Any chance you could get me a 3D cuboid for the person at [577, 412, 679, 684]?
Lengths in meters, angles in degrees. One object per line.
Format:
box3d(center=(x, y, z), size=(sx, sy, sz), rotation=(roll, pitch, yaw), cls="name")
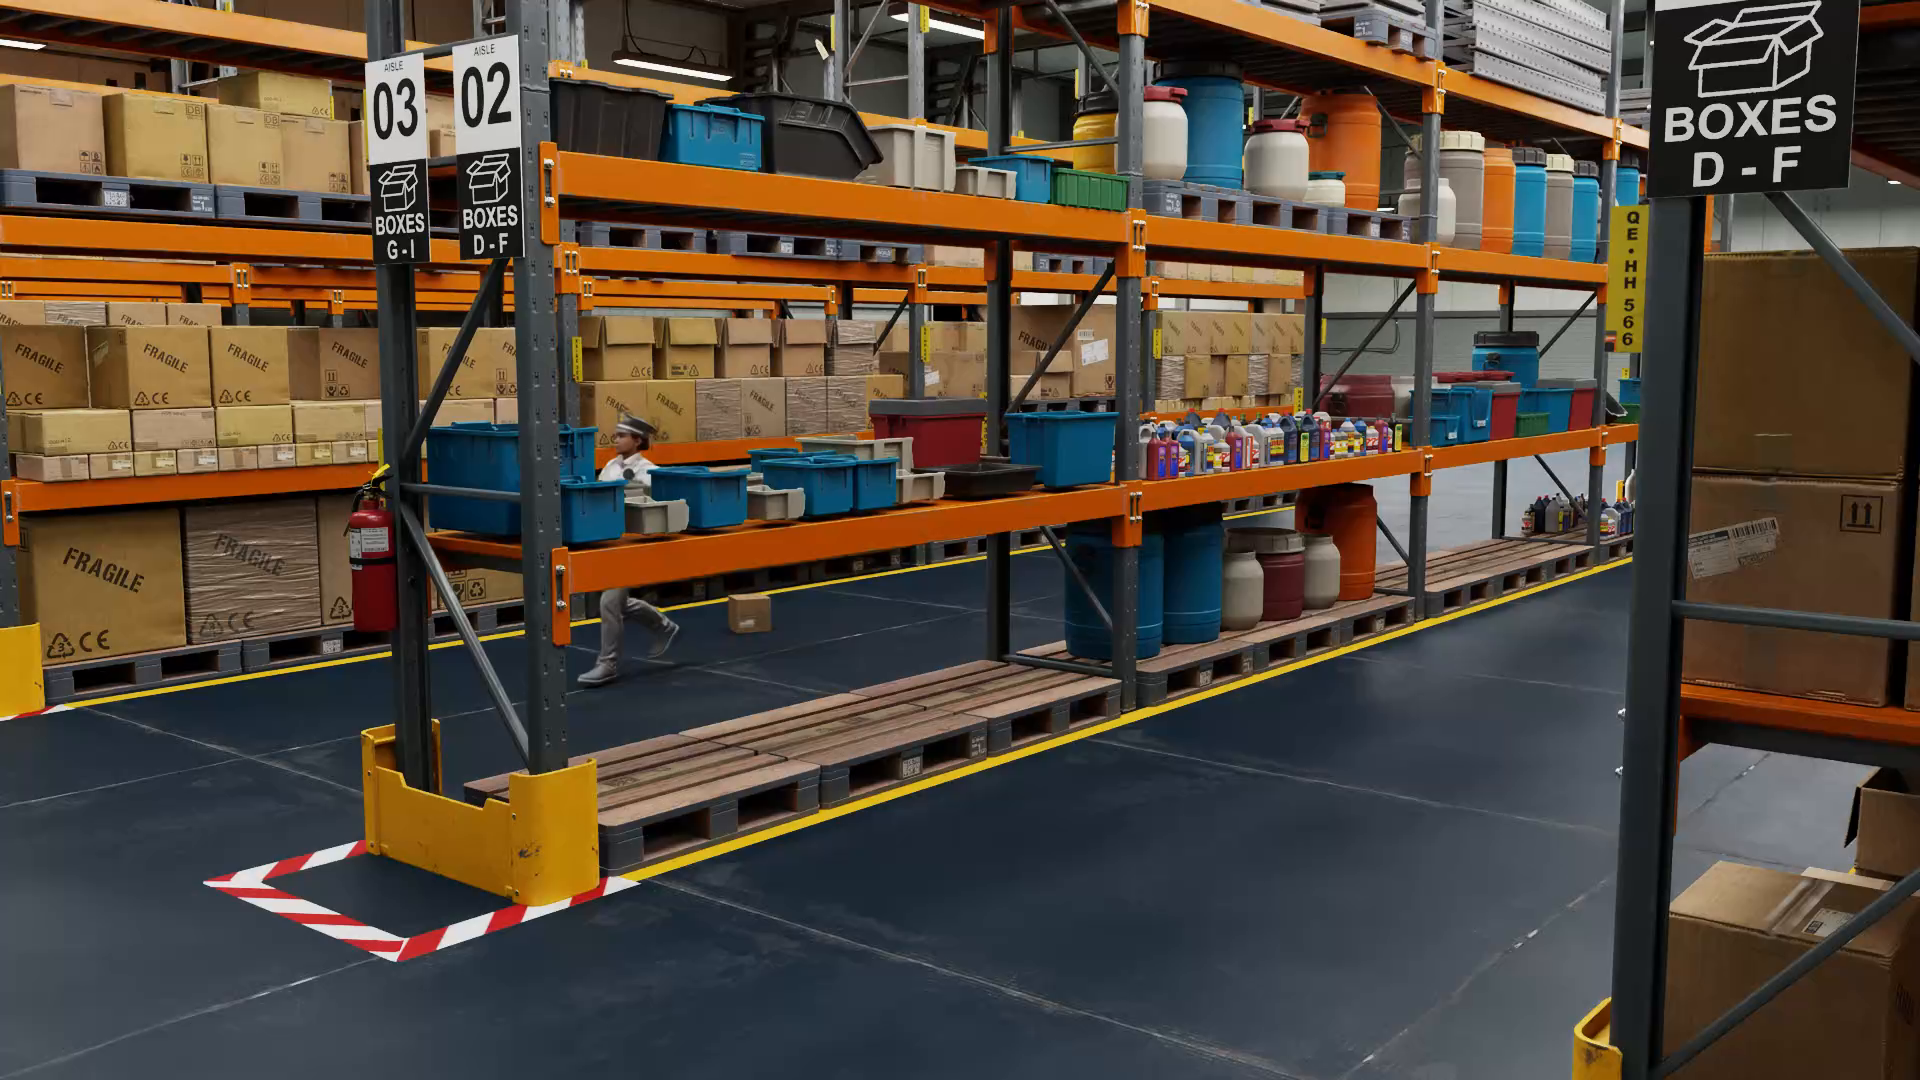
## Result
box3d(center=(-2.068, 0.022, 10.386), size=(0.500, 1.648, 0.879), rotation=(6, 9, 42), cls="person")
